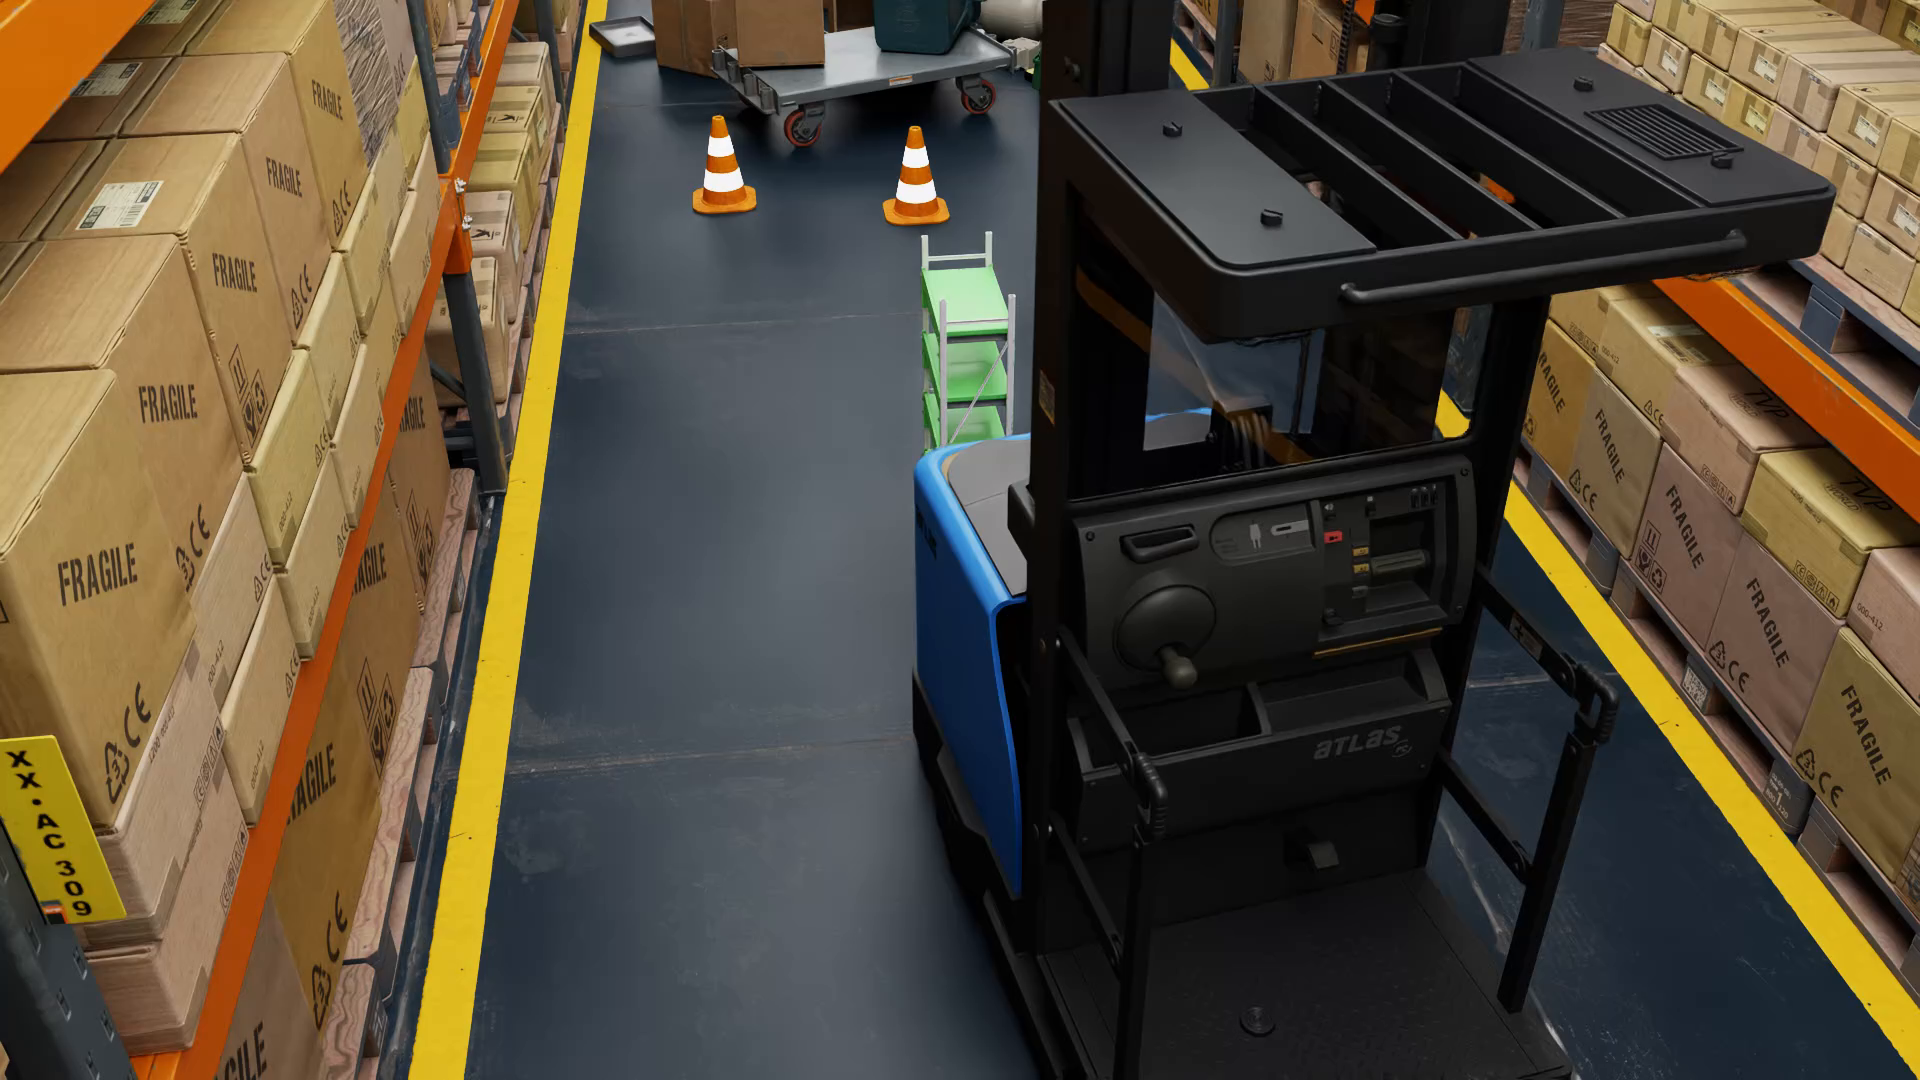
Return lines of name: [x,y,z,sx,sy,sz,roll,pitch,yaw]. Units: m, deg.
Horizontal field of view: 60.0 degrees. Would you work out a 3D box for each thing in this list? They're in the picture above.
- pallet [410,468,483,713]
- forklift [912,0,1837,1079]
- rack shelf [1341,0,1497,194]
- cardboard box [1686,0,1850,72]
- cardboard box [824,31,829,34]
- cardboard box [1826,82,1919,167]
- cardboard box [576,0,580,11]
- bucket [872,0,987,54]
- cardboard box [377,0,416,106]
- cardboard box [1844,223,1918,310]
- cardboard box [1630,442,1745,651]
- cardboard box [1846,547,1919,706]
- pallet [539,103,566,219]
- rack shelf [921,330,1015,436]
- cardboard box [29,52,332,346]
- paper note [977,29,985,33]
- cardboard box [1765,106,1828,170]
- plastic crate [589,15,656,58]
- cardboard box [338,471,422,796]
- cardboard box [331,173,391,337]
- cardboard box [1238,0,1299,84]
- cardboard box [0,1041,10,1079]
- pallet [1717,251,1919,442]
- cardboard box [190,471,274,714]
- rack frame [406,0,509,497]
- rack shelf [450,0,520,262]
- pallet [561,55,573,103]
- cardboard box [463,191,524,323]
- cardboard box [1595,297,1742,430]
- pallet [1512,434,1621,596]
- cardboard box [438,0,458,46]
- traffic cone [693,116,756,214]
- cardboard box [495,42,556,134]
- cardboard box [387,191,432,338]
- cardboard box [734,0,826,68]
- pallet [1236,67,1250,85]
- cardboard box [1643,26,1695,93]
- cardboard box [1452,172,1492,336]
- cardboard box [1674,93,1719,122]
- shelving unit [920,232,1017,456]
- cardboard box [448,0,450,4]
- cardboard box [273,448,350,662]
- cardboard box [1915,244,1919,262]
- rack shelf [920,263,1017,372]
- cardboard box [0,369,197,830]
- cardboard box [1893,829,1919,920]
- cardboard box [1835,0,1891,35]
pallet: [-2.248,0.185,5.792,1.003,0.211,1.213,-4,35,-6]
forklift: [0.763,0.135,3.449,1.130,2.935,3.031,-10,35,-14]
rack shelf: [2.343,-2.663,8.133,1.077,0.370,4.000,-4,35,-6]
cardboard box: [2.550,-1.601,5.257,0.380,0.149,0.250,-5,35,-7]
cardboard box: [-0.800,-3.133,10.611,0.396,0.266,0.258,27,43,34]
cardboard box: [2.661,-1.154,4.602,0.380,0.149,0.250,-3,34,-5]
cardboard box: [-2.786,-3.625,10.975,0.500,0.250,0.500,-5,35,-7]
bucket: [-0.228,-3.253,9.917,0.726,0.611,0.620,7,45,10]
cardboard box: [-1.950,-1.599,4.956,0.500,0.500,0.500,-5,35,-8]
cardboard box: [2.686,-0.764,4.558,0.380,0.149,0.250,-5,35,-8]
cardboard box: [2.599,-0.005,5.440,0.500,0.500,0.500,-5,35,-8]
cardboard box: [2.744,0.253,4.396,0.500,0.250,0.500,-3,34,-4]
pallet: [-2.711,-2.059,9.084,1.003,0.211,1.213,-4,35,-6]
rack shelf: [0.022,-0.549,5.677,0.258,0.148,0.480,-4,35,-6]
cardboard box: [-1.752,-0.753,3.714,0.500,0.500,0.500,-5,35,-7]
paper note: [0.078,-3.466,11.315,0.172,0.023,0.155,7,35,10]
cardboard box: [2.623,-1.173,4.893,0.380,0.149,0.250,-4,35,-6]
plastic crate: [-2.216,-3.377,11.135,0.402,0.080,0.583,-16,38,-23]
cardboard box: [-2.153,0.181,4.835,0.875,0.875,0.875,-4,34,-6]
cardboard box: [-1.801,-0.737,4.357,0.500,0.250,0.500,-5,35,-8]
cardboard box: [2.247,-2.981,9.585,1.050,0.750,0.750,-5,35,-7]
cardboard box: [-1.404,0.607,1.719,0.500,0.500,0.500,-5,35,-7]
pallet: [2.919,-0.664,4.731,1.003,0.211,1.213,-4,35,-6]
cardboard box: [-1.619,0.118,3.102,0.500,0.250,0.500,-4,34,-6]
rack frame: [-2.279,-1.413,5.660,1.000,3.000,0.127,-4,35,-6]
rack shelf: [-2.548,-2.232,7.501,1.077,0.370,4.000,-4,35,-6]
pallet: [-2.942,-2.865,10.267,1.003,0.211,1.213,-4,35,-6]
cardboard box: [-2.452,-1.228,7.349,0.950,0.372,0.625,-5,35,-7]
cardboard box: [2.533,-0.609,5.661,0.500,0.250,0.500,-5,35,-7]
pallet: [2.716,-0.256,6.438,1.003,0.211,1.213,-4,35,-6]
cardboard box: [-2.134,-1.995,6.364,0.380,0.149,0.250,-7,35,-9]
traffic cone: [-1.263,-2.011,8.790,0.336,0.463,0.334,-4,35,-6]
cardboard box: [-2.744,-2.441,9.128,0.950,0.372,0.625,-4,34,-6]
cardboard box: [-1.870,-0.805,4.901,0.500,0.250,0.500,-4,34,-6]
cardboard box: [-1.057,-3.077,9.649,0.500,0.500,0.500,-4,35,-6]
pallet: [2.253,-2.500,9.730,1.003,0.211,1.213,-4,35,-6]
cardboard box: [2.517,-1.601,5.522,0.380,0.149,0.250,-3,34,-4]
cardboard box: [2.620,-1.435,7.317,1.050,0.750,0.750,-5,35,-7]
cardboard box: [2.545,-1.349,5.416,0.380,0.149,0.250,-3,34,-4]
shelving unit: [0.022,-0.403,5.777,0.258,1.200,0.503,-4,35,-6]
cardboard box: [-2.187,-2.310,6.250,0.500,0.500,0.500,-3,34,-4]
cardboard box: [-1.663,0.039,3.662,0.500,0.250,0.500,-5,35,-7]
cardboard box: [2.720,-0.748,4.269,0.380,0.149,0.250,-4,35,-6]
rack shelf: [0.022,-0.747,5.542,0.258,0.148,0.480,-4,35,-6]
cardboard box: [-1.515,0.097,2.467,0.500,0.500,0.500,-4,34,-6]
cardboard box: [2.801,0.853,4.181,0.500,0.500,0.500,-5,35,-7]
cardboard box: [3.164,-1.781,5.522,0.380,0.149,0.250,-5,35,-7]
